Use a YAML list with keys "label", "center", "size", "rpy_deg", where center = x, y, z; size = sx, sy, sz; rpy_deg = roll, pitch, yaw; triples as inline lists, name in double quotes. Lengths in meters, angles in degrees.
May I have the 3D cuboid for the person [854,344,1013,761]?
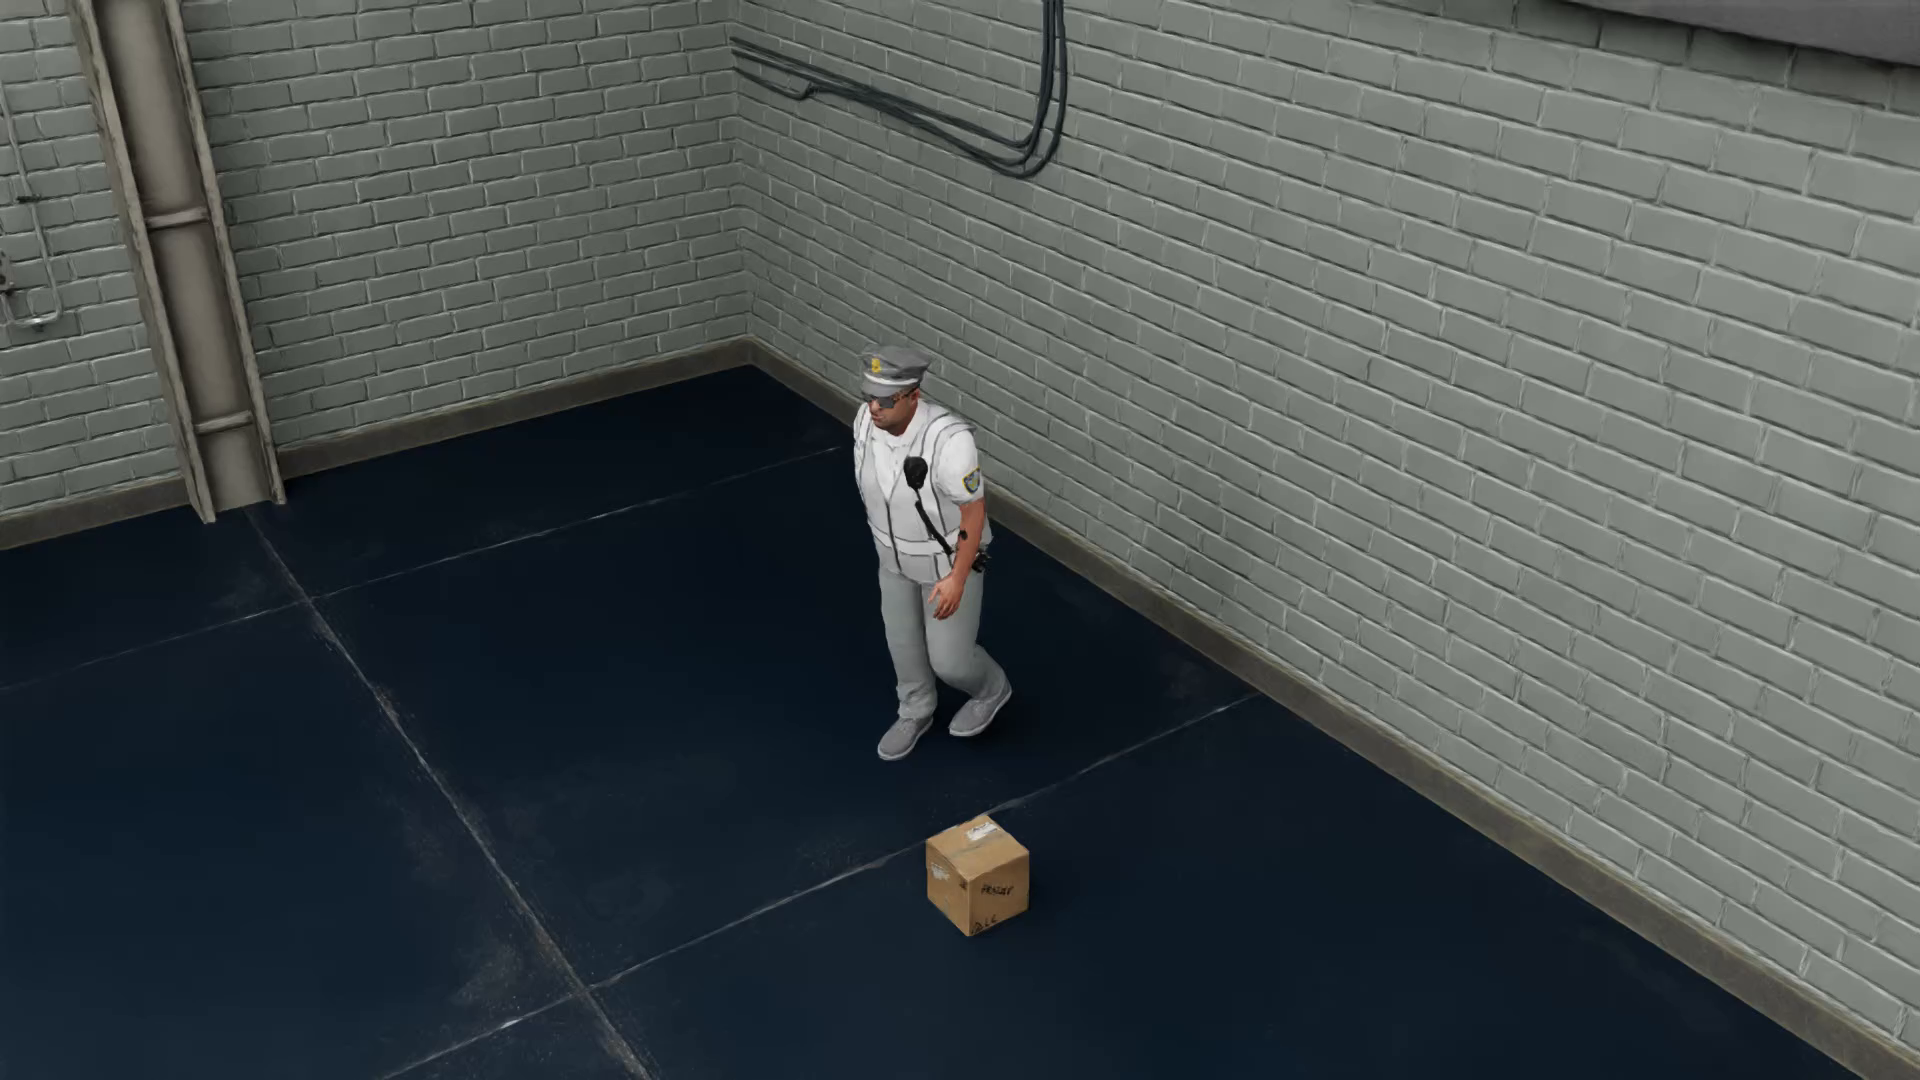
- label: "person"
  center: [-0.107, 0.047, 6.050]
  size: [0.539, 1.733, 0.644]
  rpy_deg: [18, 33, 29]
